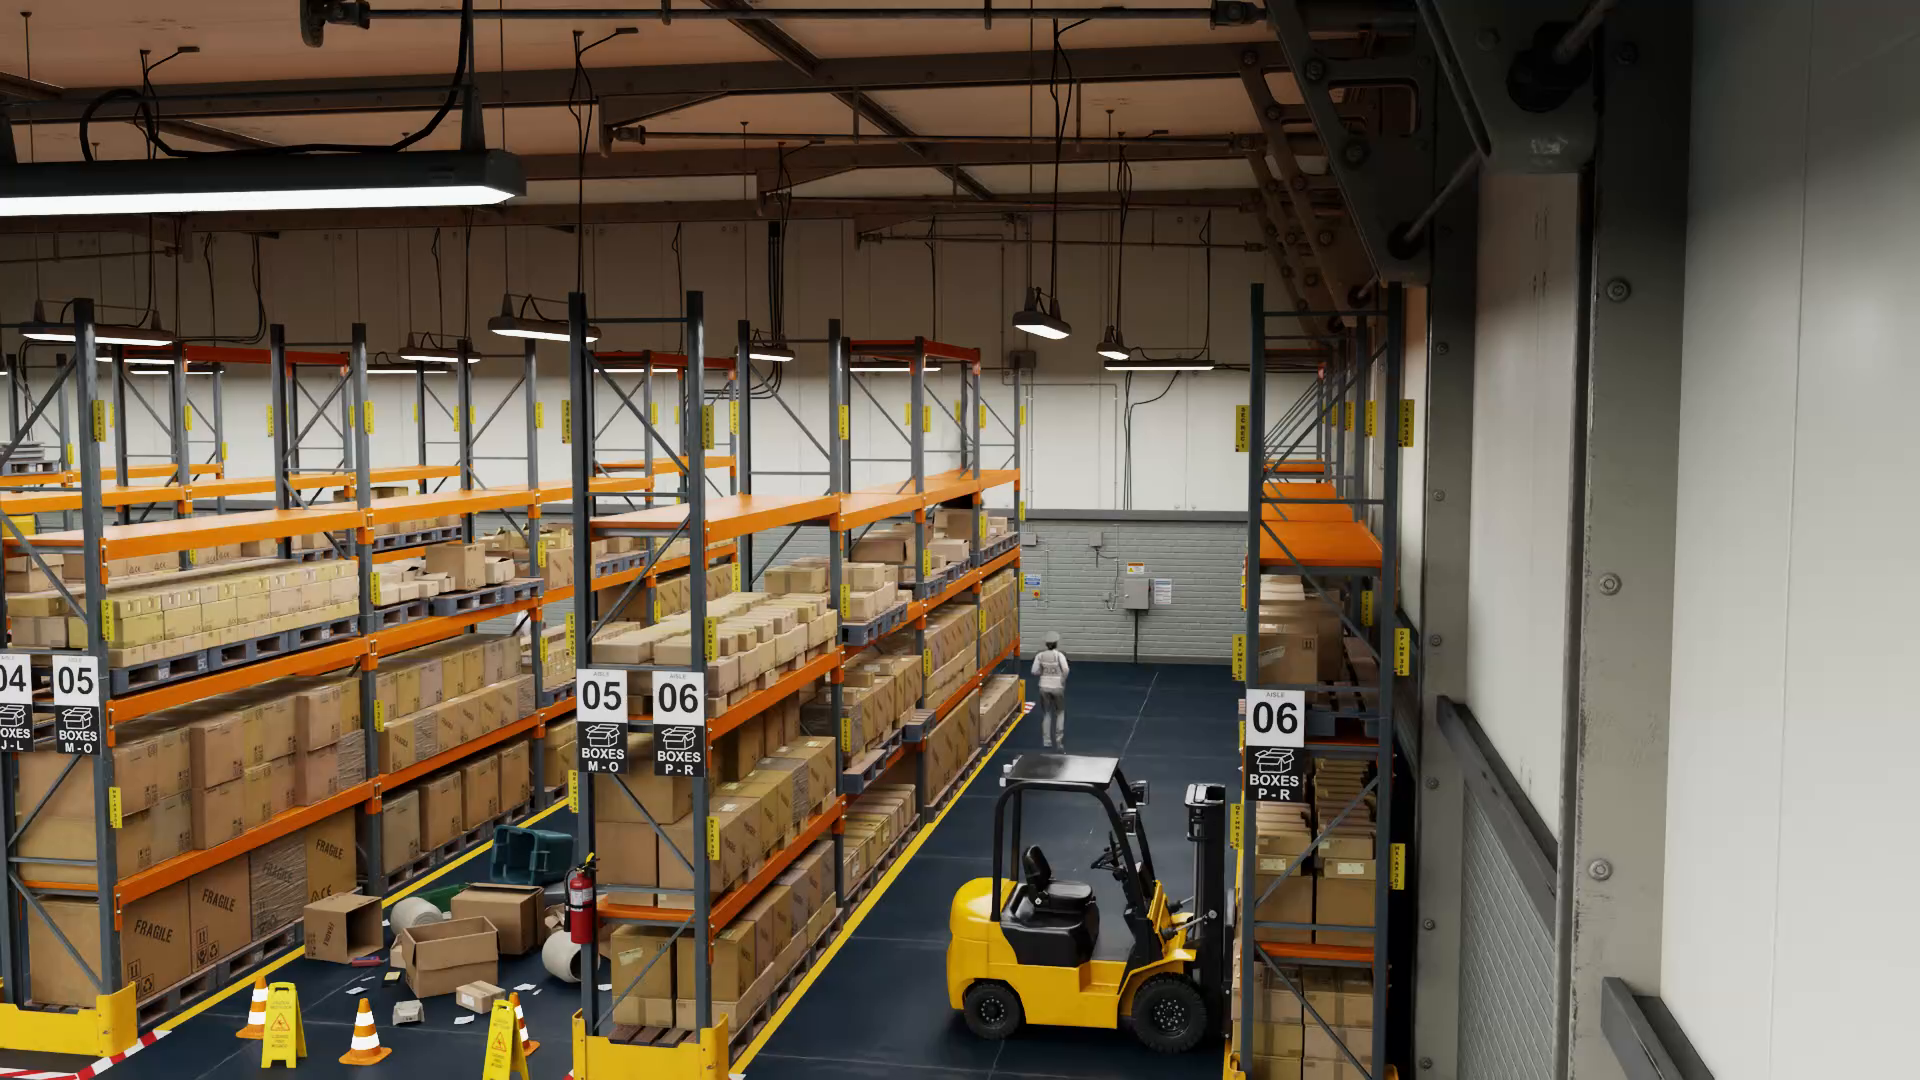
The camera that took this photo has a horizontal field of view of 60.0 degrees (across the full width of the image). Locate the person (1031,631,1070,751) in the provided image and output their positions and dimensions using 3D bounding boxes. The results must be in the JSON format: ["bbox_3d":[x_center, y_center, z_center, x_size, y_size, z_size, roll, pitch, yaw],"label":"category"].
[{"bbox_3d":[1.314,2.199,23.987,0.606,1.759,0.704,1,5,13],"label":"person"}]

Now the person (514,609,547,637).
[{"bbox_3d":[-7.827,1.887,30.316,0.580,1.706,0.910,-1,5,-14],"label":"person"}]
